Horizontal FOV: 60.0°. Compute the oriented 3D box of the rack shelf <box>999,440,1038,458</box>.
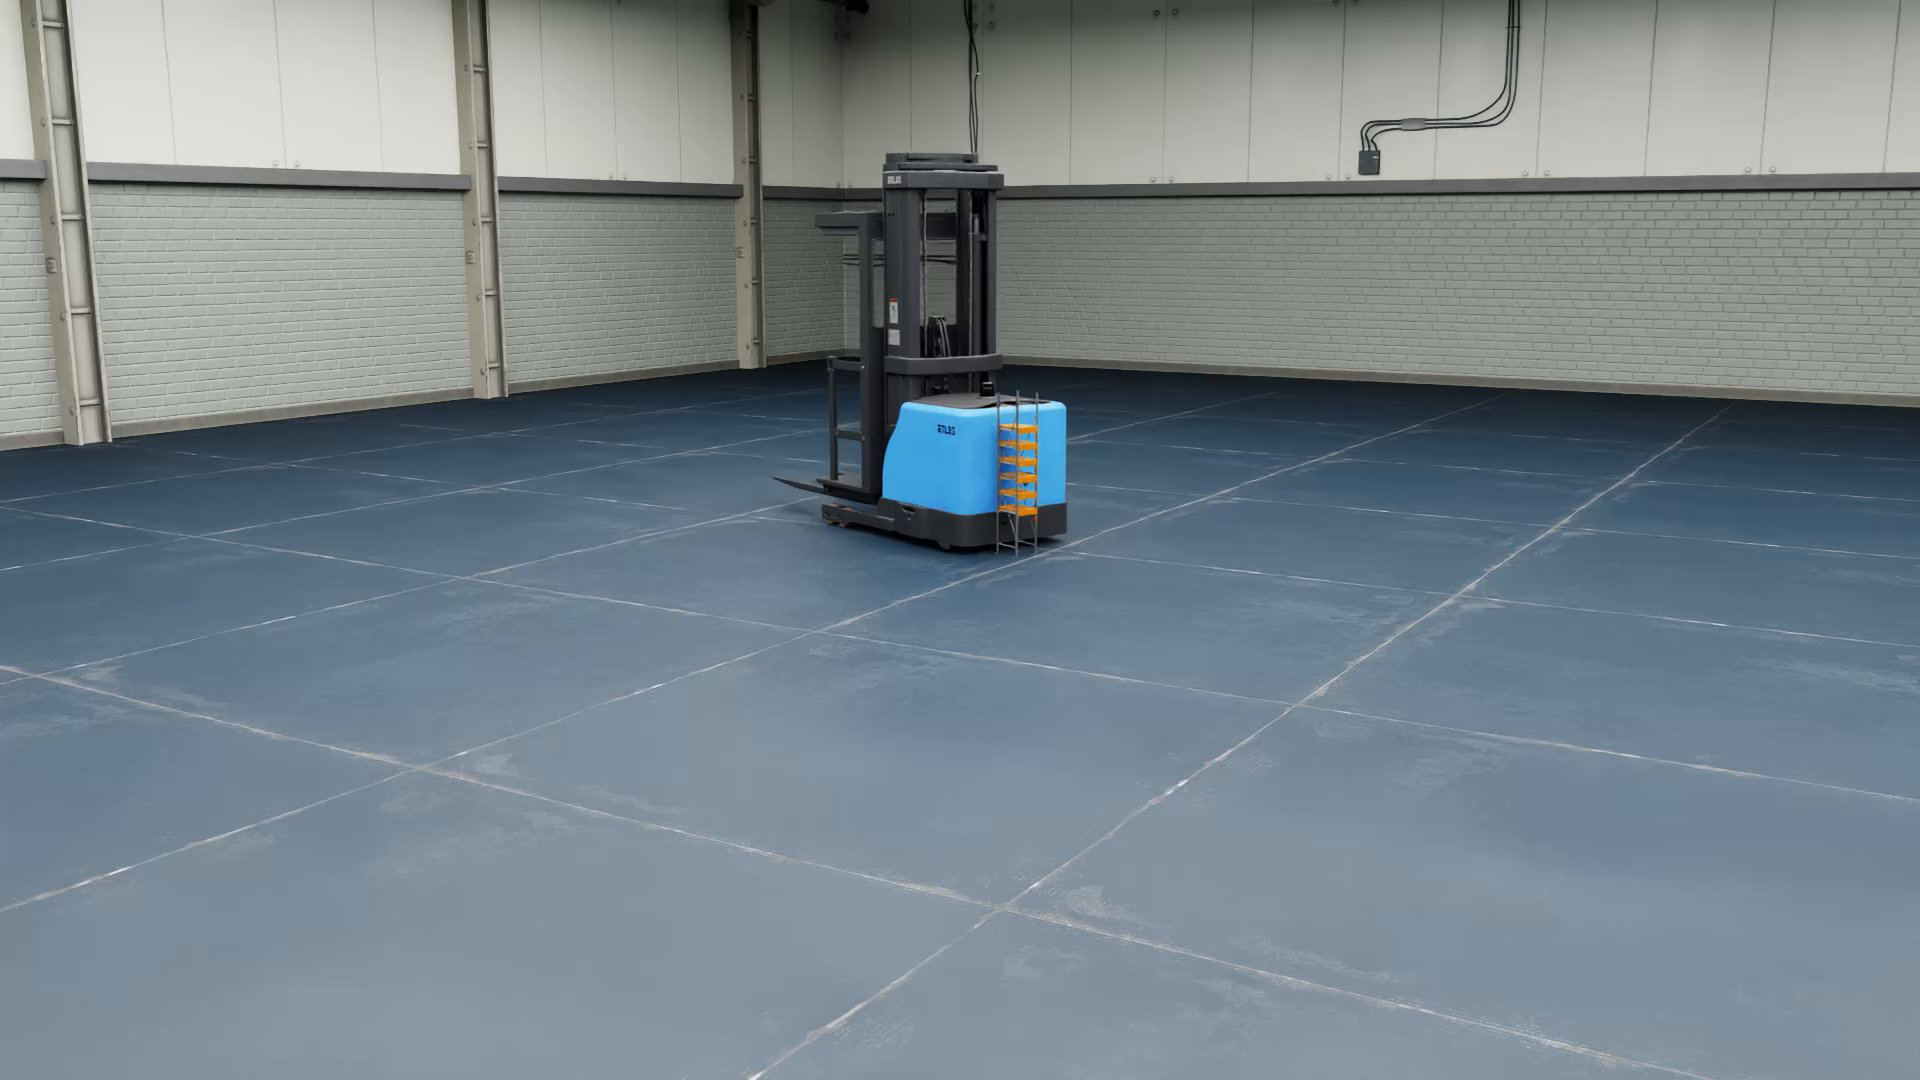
[{"bbox_3d":[0.418,-0.671,12.127,0.180,0.103,0.258,-8,13,-36],"label":"rack shelf"}]

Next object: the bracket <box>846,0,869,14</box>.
[{"bbox_3d":[-1.850,-9.584,29.826,0.235,0.232,0.430,6,12,31],"label":"bracket"}]

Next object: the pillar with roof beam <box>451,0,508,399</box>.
[{"bbox_3d":[-3.035,-6.056,20.762,9.100,9.000,0.400,6,12,31],"label":"pillar with roof beam"}]

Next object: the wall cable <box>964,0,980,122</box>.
[{"bbox_3d":[1.372,-8.445,28.240,3.097,2.526,0.112,6,12,31],"label":"wall cable"}]

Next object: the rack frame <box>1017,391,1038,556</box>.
[{"bbox_3d":[0.490,-0.489,12.217,0.006,1.200,0.240,-8,13,-36],"label":"rack frame"}]

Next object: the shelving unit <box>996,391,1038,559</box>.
[{"bbox_3d":[0.418,-0.478,12.163,0.189,1.200,0.258,-8,13,-36],"label":"shelving unit"}]

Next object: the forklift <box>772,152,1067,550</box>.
[{"bbox_3d":[-0.468,-1.590,13.395,1.130,2.935,3.031,-8,13,-36],"label":"forklift"}]

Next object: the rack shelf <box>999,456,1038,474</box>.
[{"bbox_3d":[0.418,-0.553,12.149,0.180,0.103,0.258,-8,13,-36],"label":"rack shelf"}]

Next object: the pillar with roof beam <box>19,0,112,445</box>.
[{"bbox_3d":[-6.150,-5.112,15.721,9.100,9.000,0.400,6,12,31],"label":"pillar with roof beam"}]

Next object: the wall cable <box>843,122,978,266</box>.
[{"bbox_3d":[-0.940,-6.222,30.085,3.097,2.526,0.112,6,12,31],"label":"wall cable"}]

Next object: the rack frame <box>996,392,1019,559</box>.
[{"bbox_3d":[0.345,-0.468,12.109,0.006,1.200,0.240,-8,13,-36],"label":"rack frame"}]

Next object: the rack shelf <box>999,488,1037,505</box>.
[{"bbox_3d":[0.417,-0.317,12.193,0.180,0.103,0.258,-8,13,-36],"label":"rack shelf"}]

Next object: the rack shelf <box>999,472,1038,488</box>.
[{"bbox_3d":[0.418,-0.435,12.171,0.180,0.103,0.258,-8,13,-36],"label":"rack shelf"}]

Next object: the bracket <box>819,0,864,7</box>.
[{"bbox_3d":[-2.157,-9.491,29.330,0.076,0.066,3.189,6,12,31],"label":"bracket"}]

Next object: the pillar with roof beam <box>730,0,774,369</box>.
[{"bbox_3d":[0.080,-7.000,25.802,9.100,9.000,0.548,6,12,31],"label":"pillar with roof beam"}]

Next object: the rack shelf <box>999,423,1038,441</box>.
[{"bbox_3d":[0.418,-0.789,12.105,0.180,0.103,0.258,-8,13,-36],"label":"rack shelf"}]

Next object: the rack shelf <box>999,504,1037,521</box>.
[{"bbox_3d":[0.417,-0.199,12.216,0.180,0.103,0.258,-8,13,-36],"label":"rack shelf"}]

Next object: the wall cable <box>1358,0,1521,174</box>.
[{"bbox_3d":[7.165,-8.510,24.628,2.305,6.003,0.169,6,12,31],"label":"wall cable"}]
